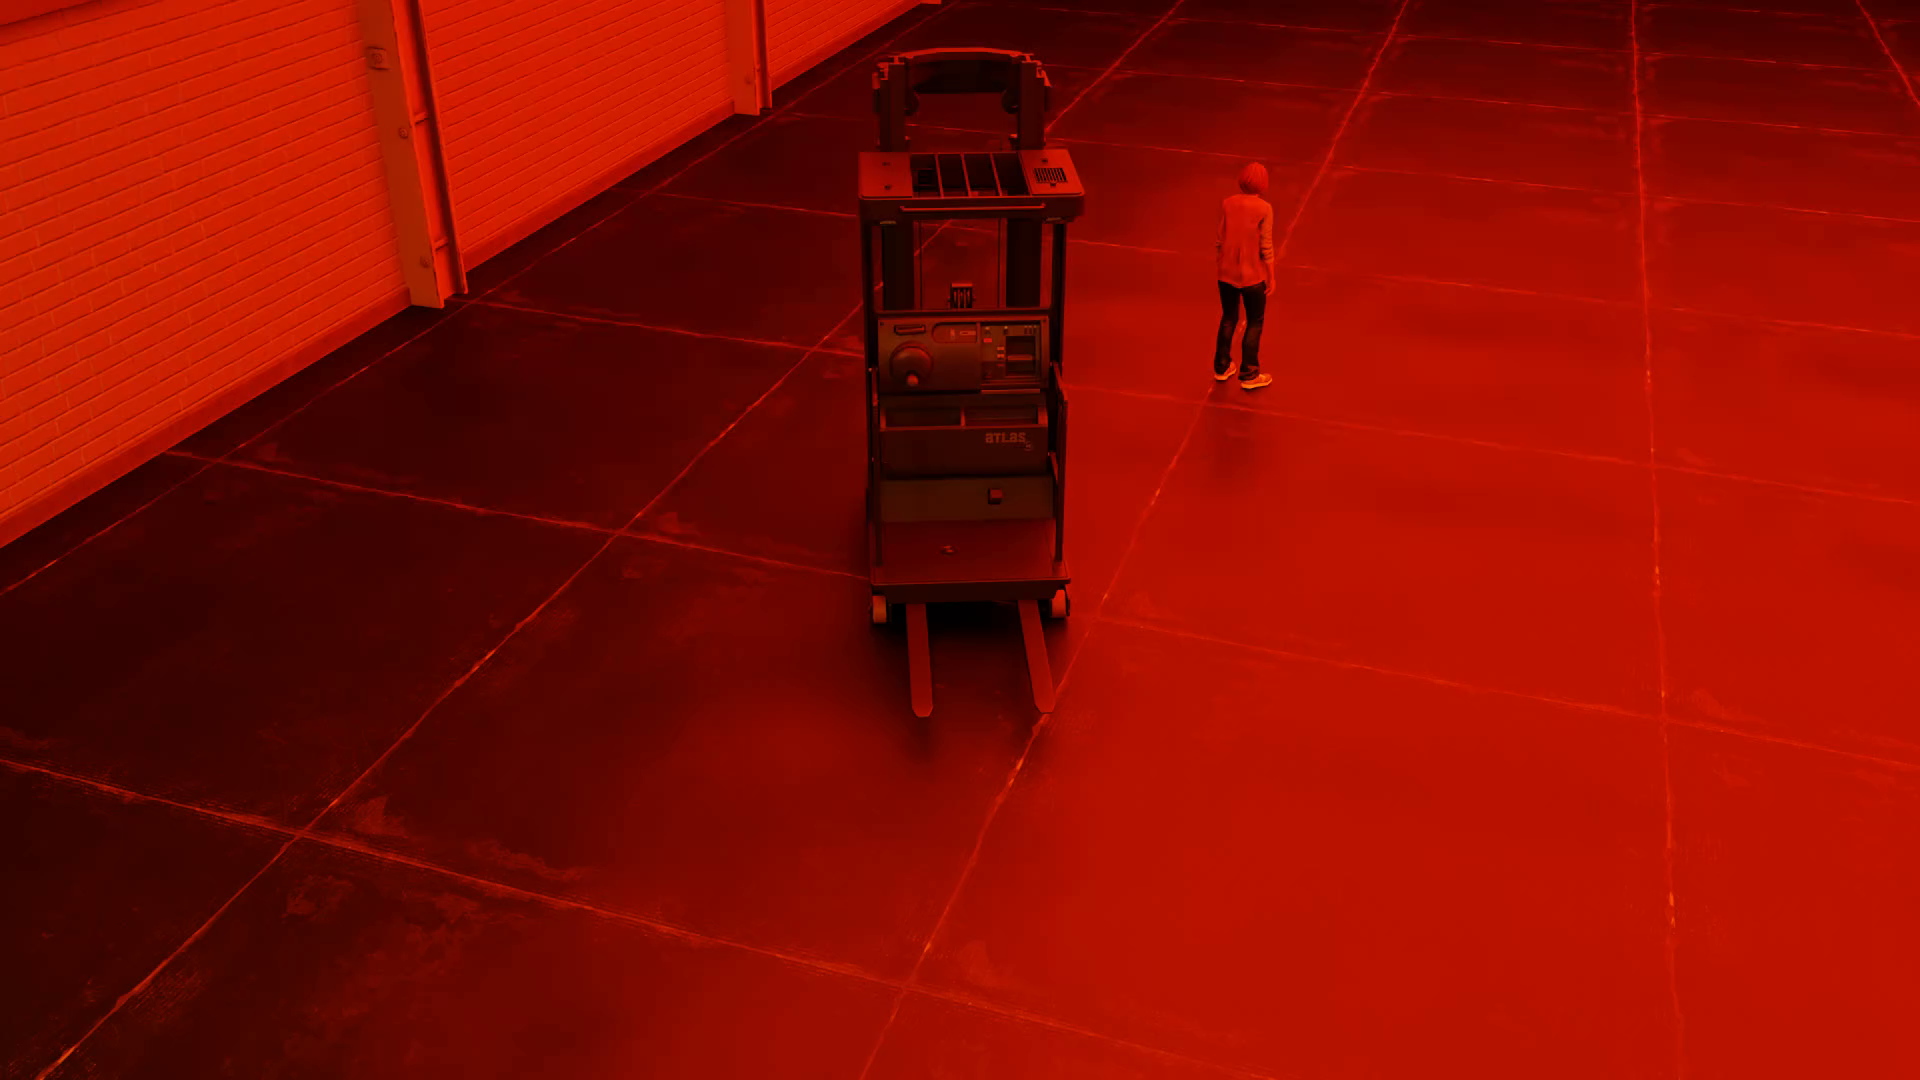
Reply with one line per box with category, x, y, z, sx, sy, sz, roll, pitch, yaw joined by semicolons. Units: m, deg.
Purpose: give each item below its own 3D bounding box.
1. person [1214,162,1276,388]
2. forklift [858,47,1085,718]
person;2.005;-1.860;11.751;0.478;1.593;0.346;23;37;34
forklift;0.035;-0.972;8.842;1.130;2.935;3.031;-2;30;-3
